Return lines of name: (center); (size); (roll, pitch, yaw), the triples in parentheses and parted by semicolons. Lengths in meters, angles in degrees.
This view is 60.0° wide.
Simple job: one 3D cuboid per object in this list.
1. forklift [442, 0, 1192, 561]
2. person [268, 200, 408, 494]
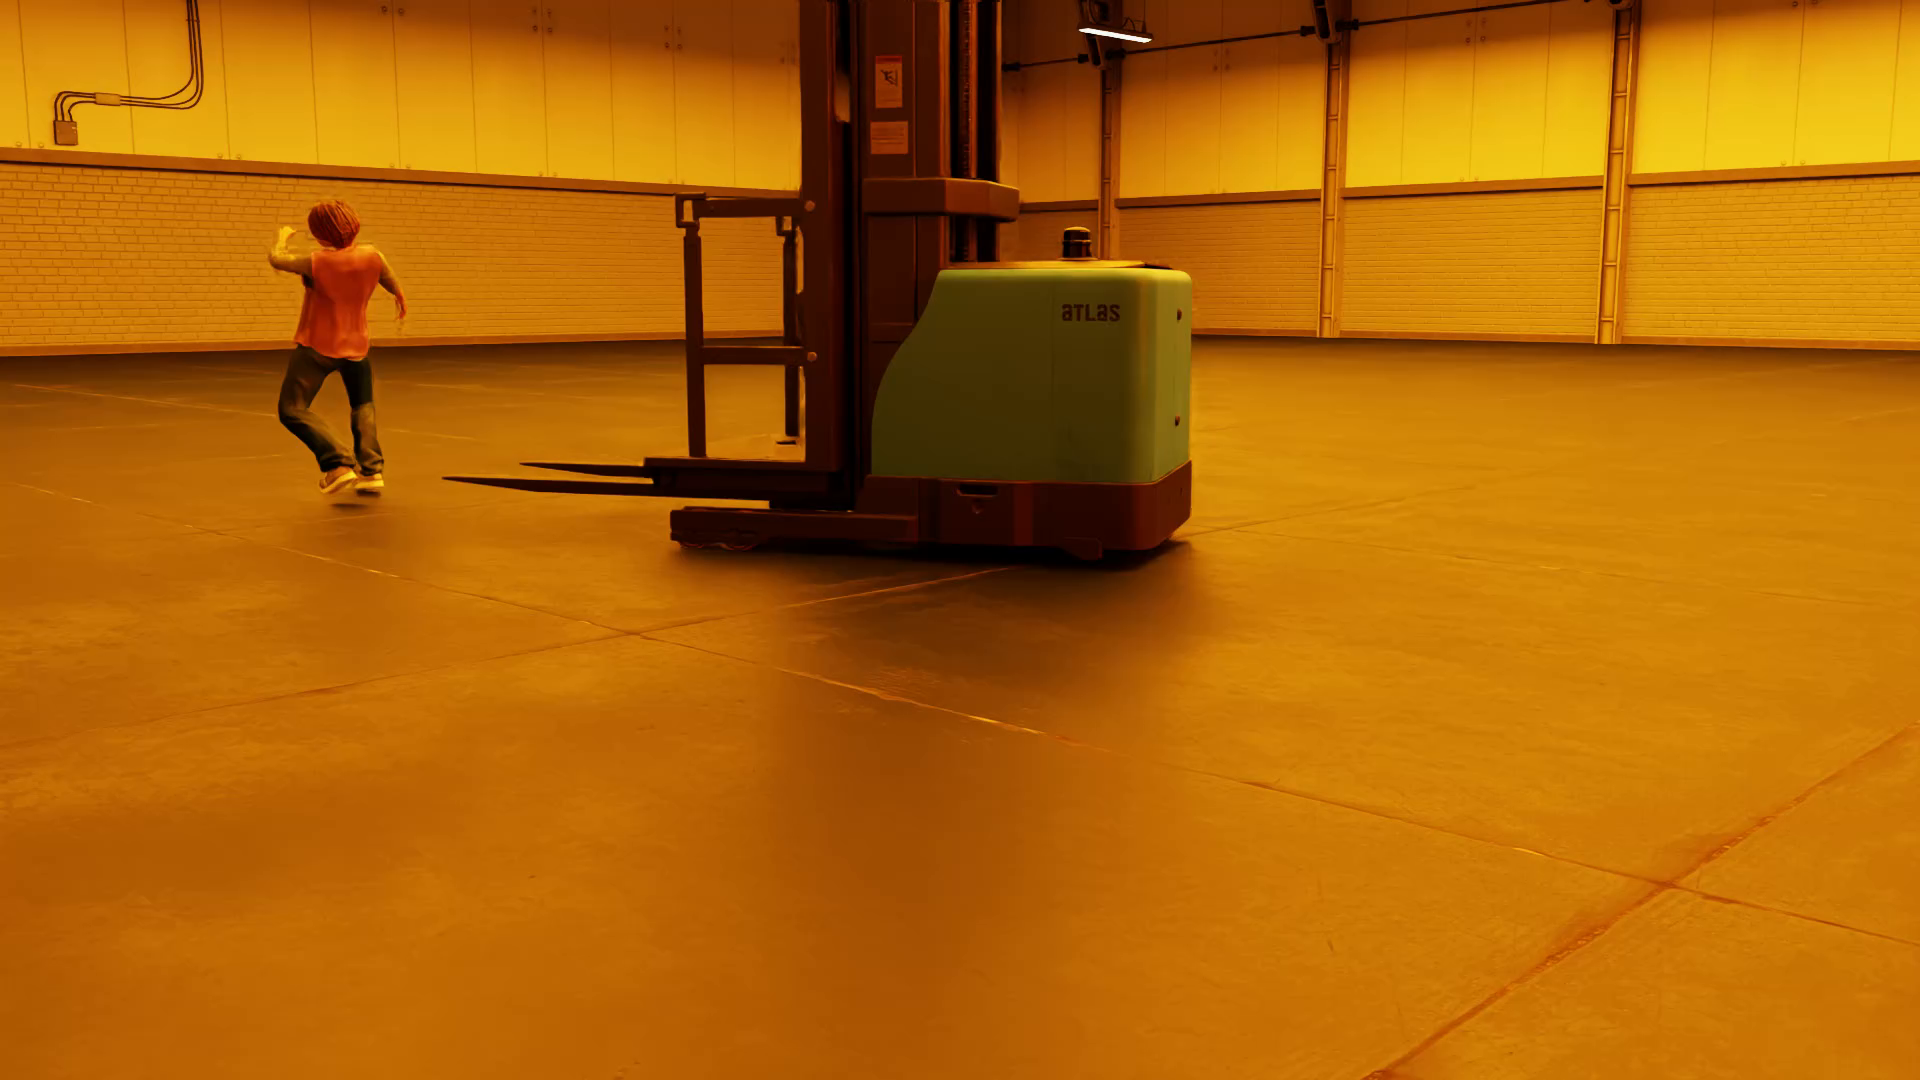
forklift: (-0.624, -1.474, 6.665); (3.031, 2.935, 1.130); (2, 9, 16)
person: (-2.992, -0.931, 8.158); (0.739, 1.399, 0.855); (4, 10, 27)
